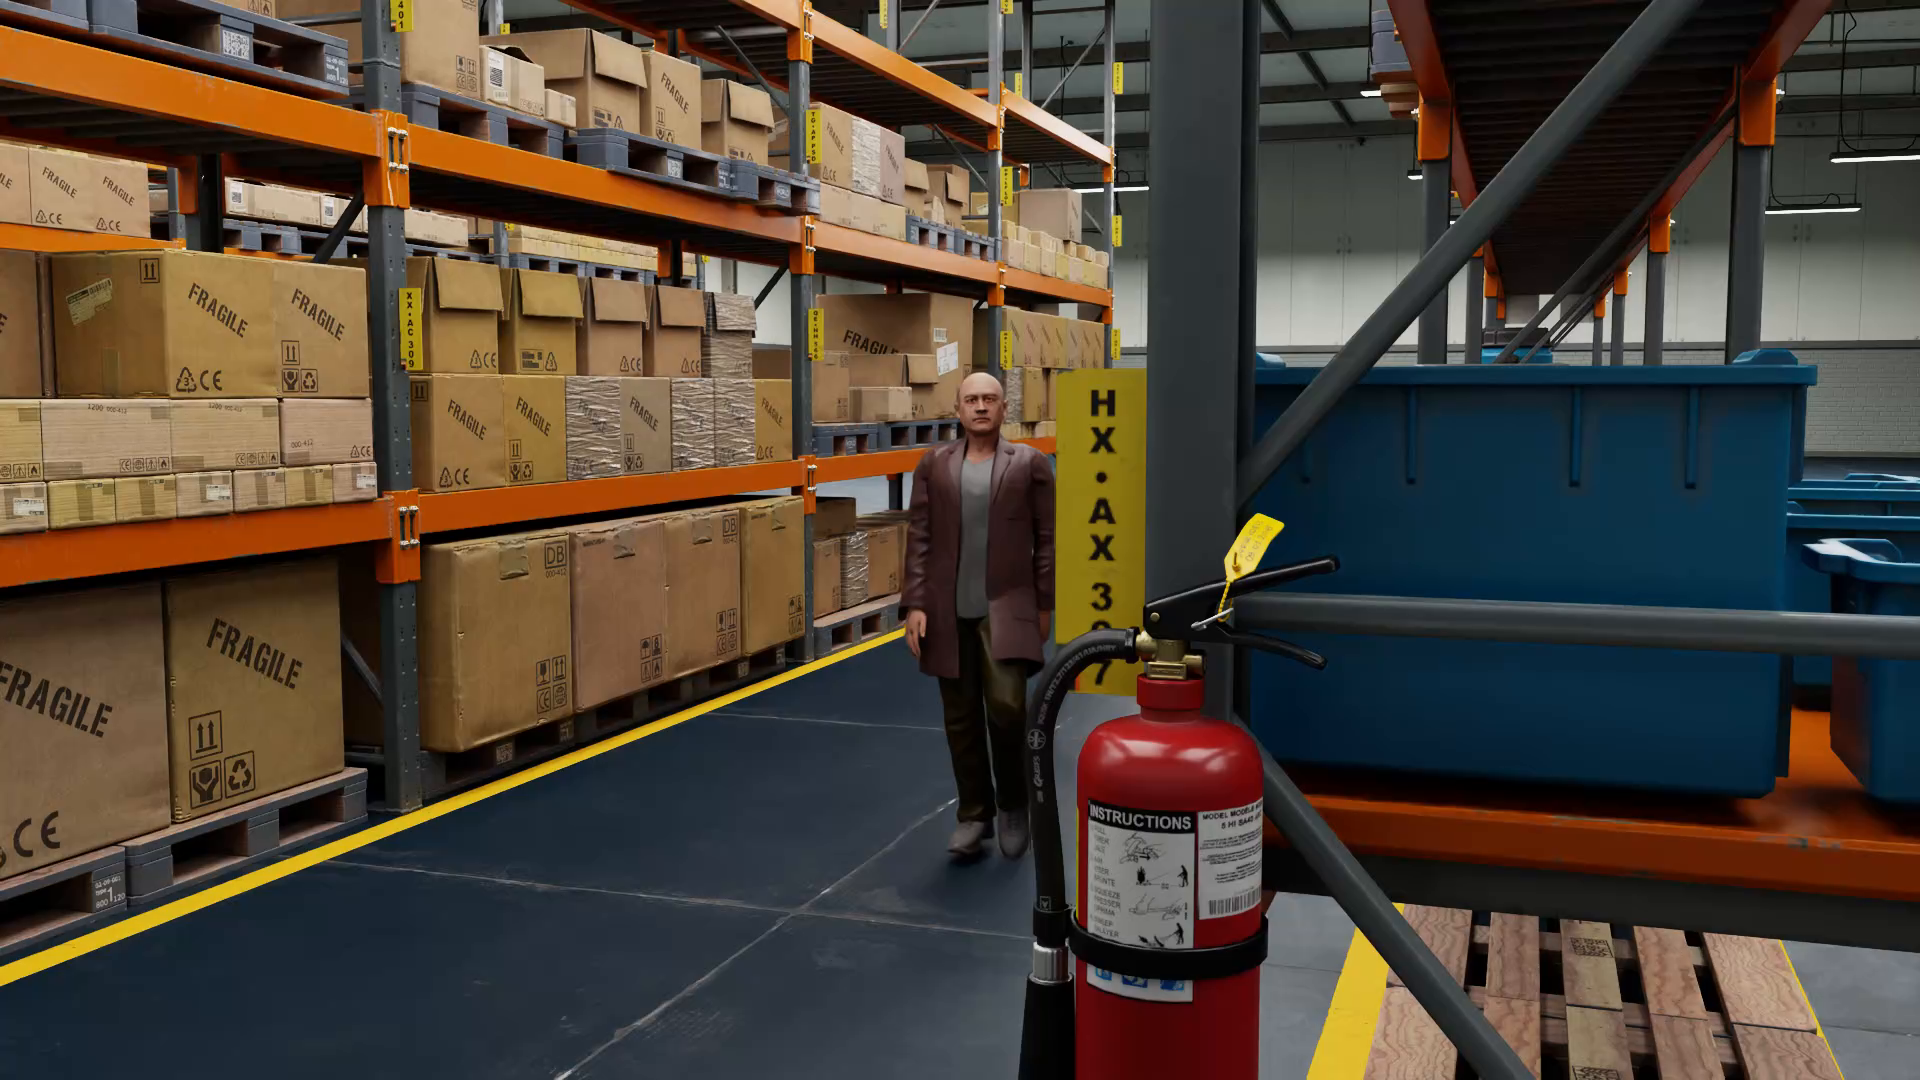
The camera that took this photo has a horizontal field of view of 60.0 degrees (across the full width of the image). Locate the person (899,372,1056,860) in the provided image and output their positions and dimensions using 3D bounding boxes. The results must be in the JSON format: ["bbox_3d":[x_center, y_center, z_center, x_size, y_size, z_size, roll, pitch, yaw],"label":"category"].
[{"bbox_3d":[0.065,0.285,6.101,0.570,1.796,0.477,1,5,13],"label":"person"}]
